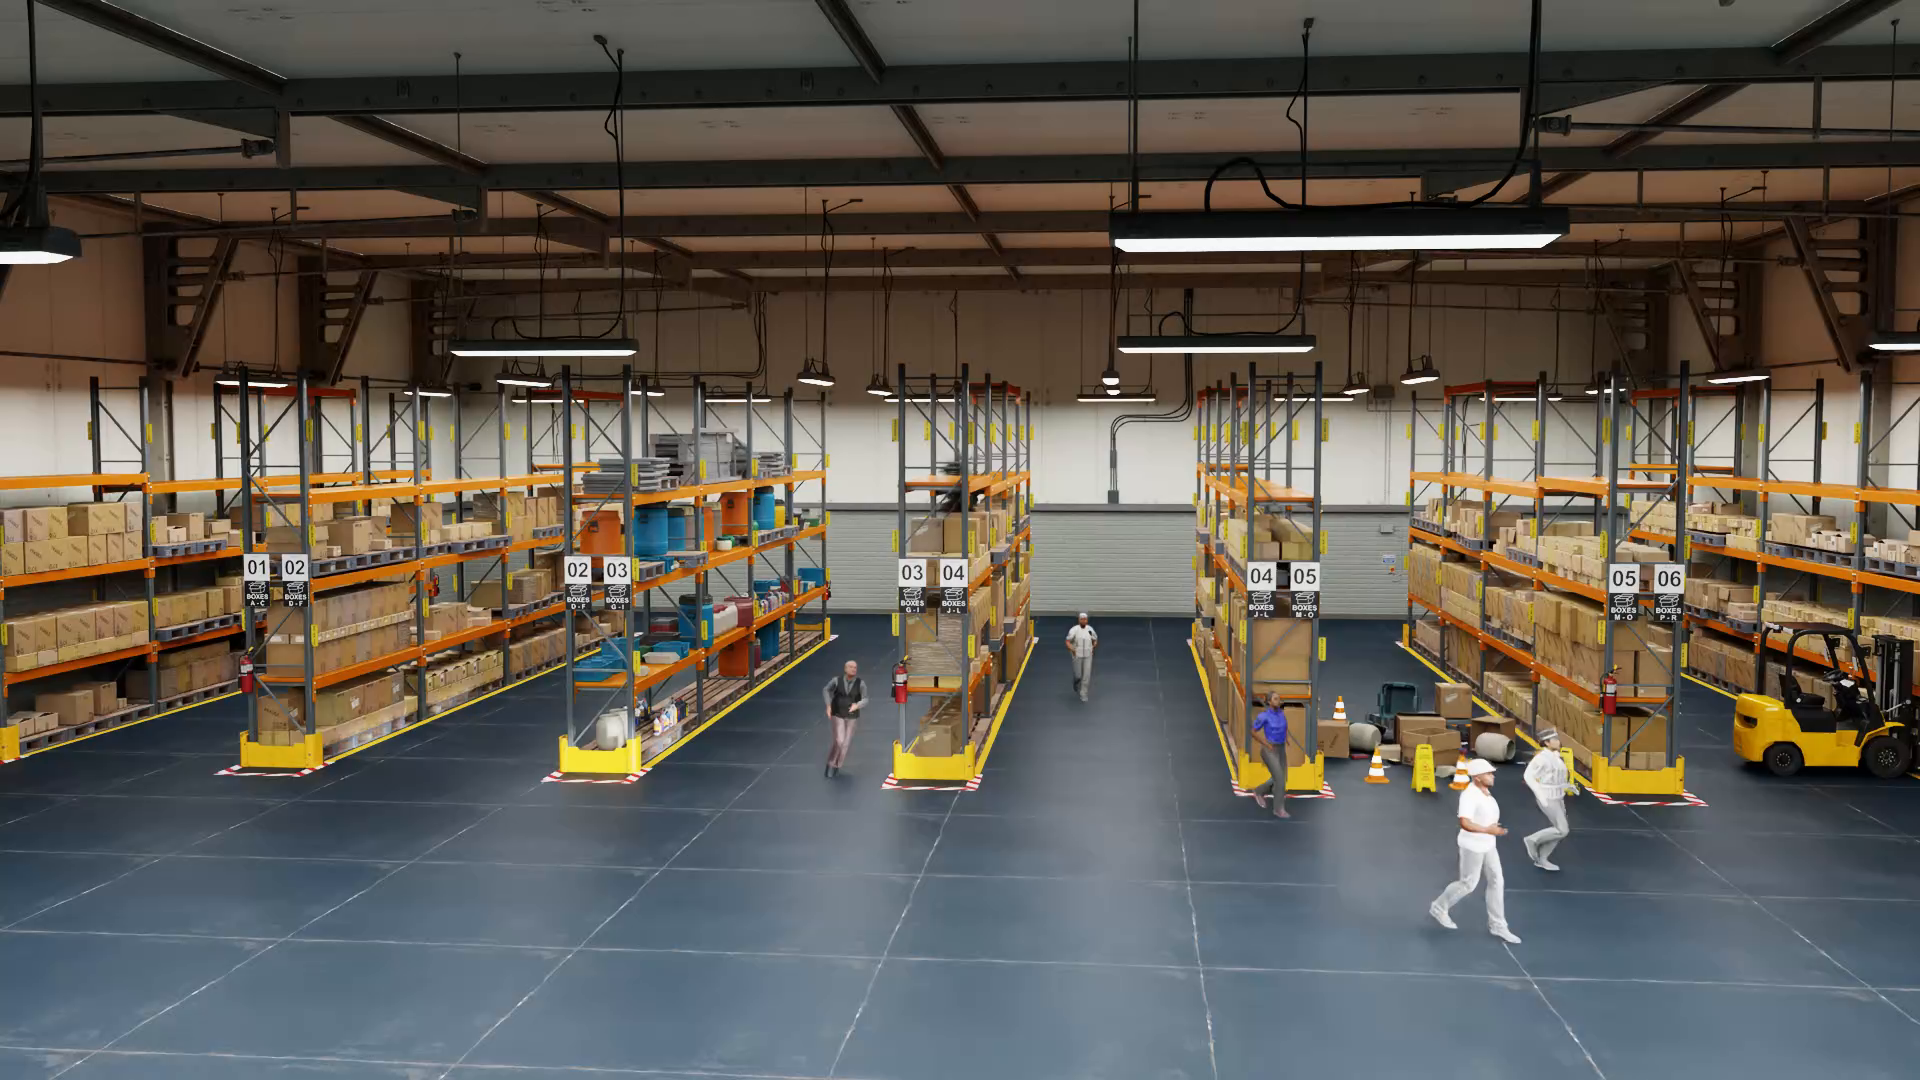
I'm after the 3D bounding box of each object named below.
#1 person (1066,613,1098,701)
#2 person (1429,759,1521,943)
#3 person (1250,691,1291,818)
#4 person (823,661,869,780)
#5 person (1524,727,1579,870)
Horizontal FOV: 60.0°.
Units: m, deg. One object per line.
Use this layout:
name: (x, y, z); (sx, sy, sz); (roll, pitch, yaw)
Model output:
person: (2.299, 2.180, 31.246); (0.625, 1.628, 0.726); (0, 4, -6)
person: (5.103, 3.055, 16.479); (0.893, 1.789, 0.686); (3, 5, 40)
person: (4.110, 2.813, 21.885); (0.597, 1.654, 0.682); (-3, 5, -41)
person: (-1.660, 2.561, 24.194); (0.655, 1.615, 0.650); (-1, 4, -16)
person: (6.778, 2.958, 19.021); (0.548, 1.648, 0.622); (3, 5, 43)
